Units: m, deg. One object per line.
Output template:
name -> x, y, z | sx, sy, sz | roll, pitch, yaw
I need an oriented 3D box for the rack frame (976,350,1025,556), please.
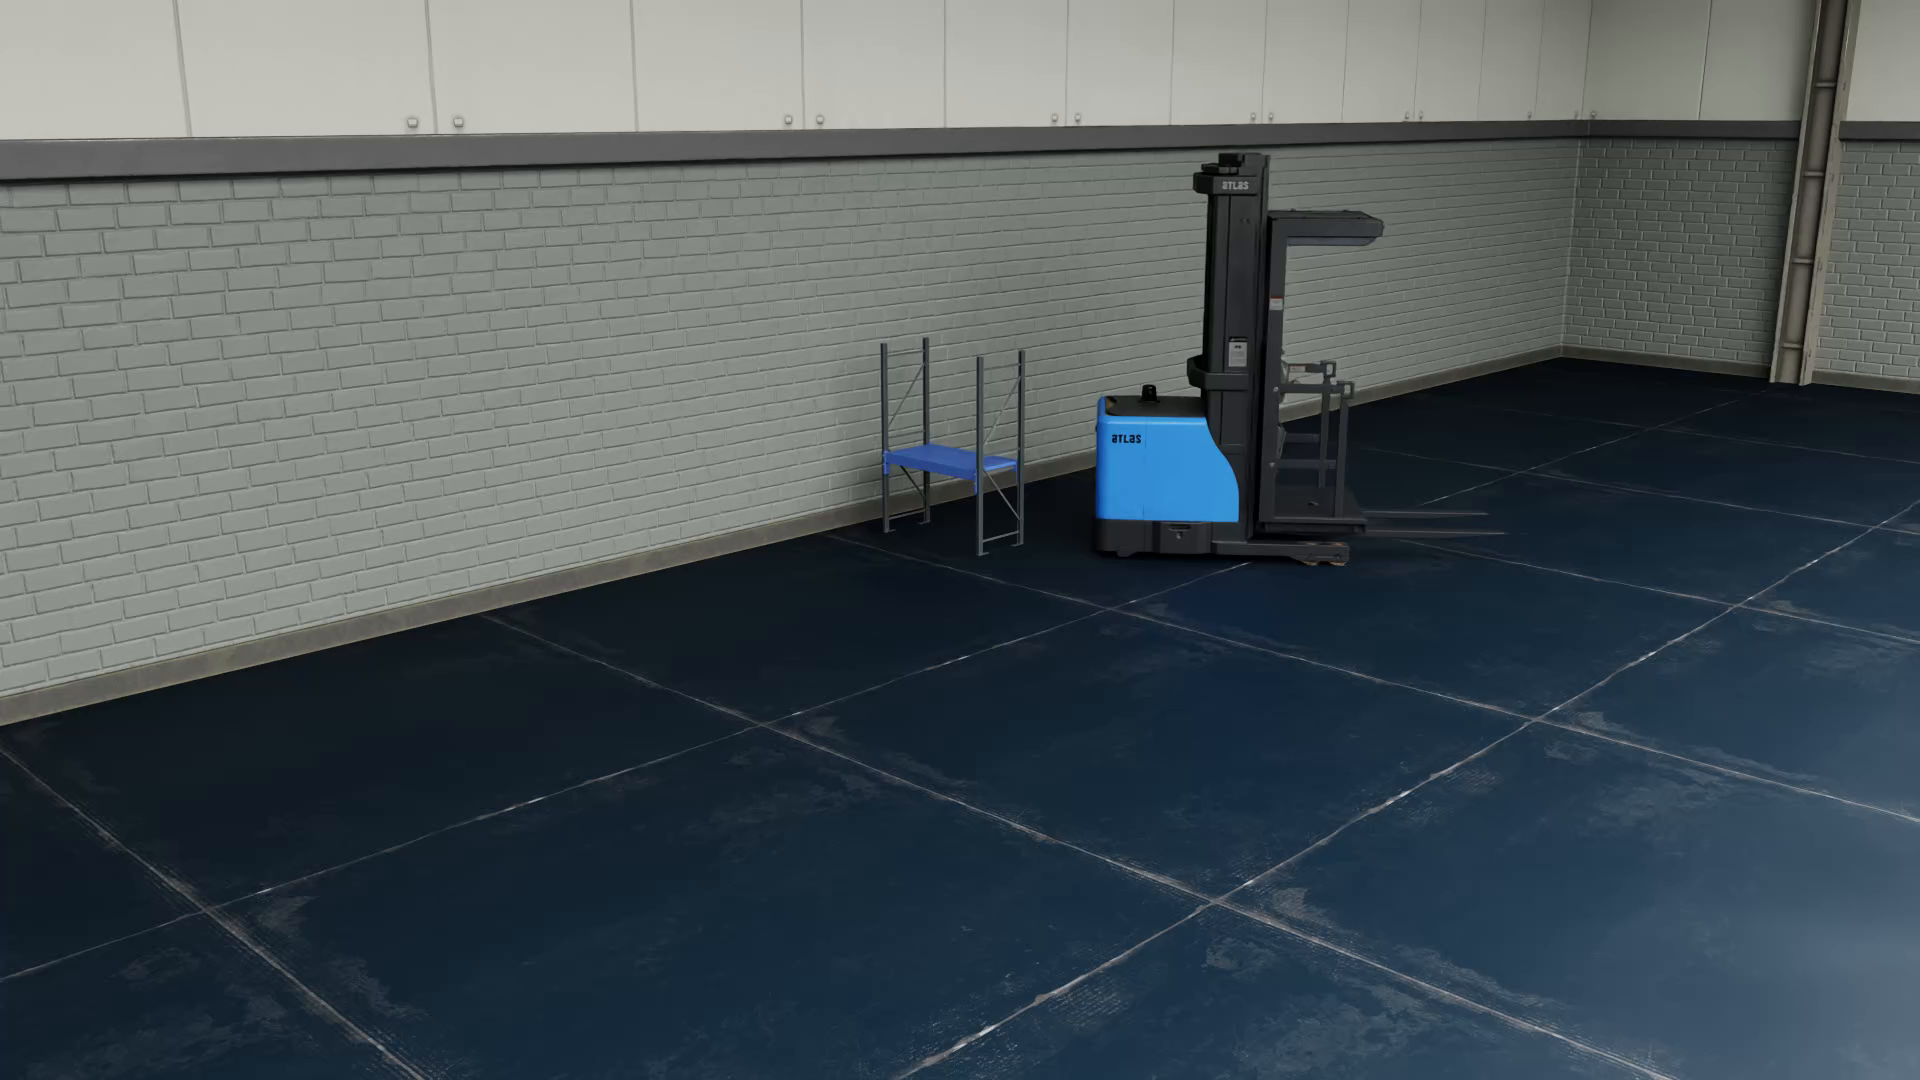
rack frame -> 0.305, -0.652, 12.459 | 0.032, 1.500, 0.500 | 14, 20, 42

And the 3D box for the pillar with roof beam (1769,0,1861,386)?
pillar with roof beam -> 7.166, -5.502, 16.201 | 0.400, 9.000, 9.100 | 14, 20, 42

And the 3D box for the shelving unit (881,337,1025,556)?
shelving unit -> -0.061, -0.741, 12.800 | 1.048, 1.500, 0.538 | 14, 20, 42

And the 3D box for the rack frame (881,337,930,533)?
rack frame -> -0.427, -0.830, 13.142 | 0.032, 1.500, 0.500 | 14, 20, 42

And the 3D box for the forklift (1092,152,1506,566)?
forklift -> 2.537, -1.367, 12.365 | 3.031, 2.935, 1.130 | 1, 15, 5

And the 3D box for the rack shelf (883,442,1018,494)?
rack shelf -> -0.061, -0.567, 12.846 | 1.000, 0.185, 0.538 | 14, 20, 42
